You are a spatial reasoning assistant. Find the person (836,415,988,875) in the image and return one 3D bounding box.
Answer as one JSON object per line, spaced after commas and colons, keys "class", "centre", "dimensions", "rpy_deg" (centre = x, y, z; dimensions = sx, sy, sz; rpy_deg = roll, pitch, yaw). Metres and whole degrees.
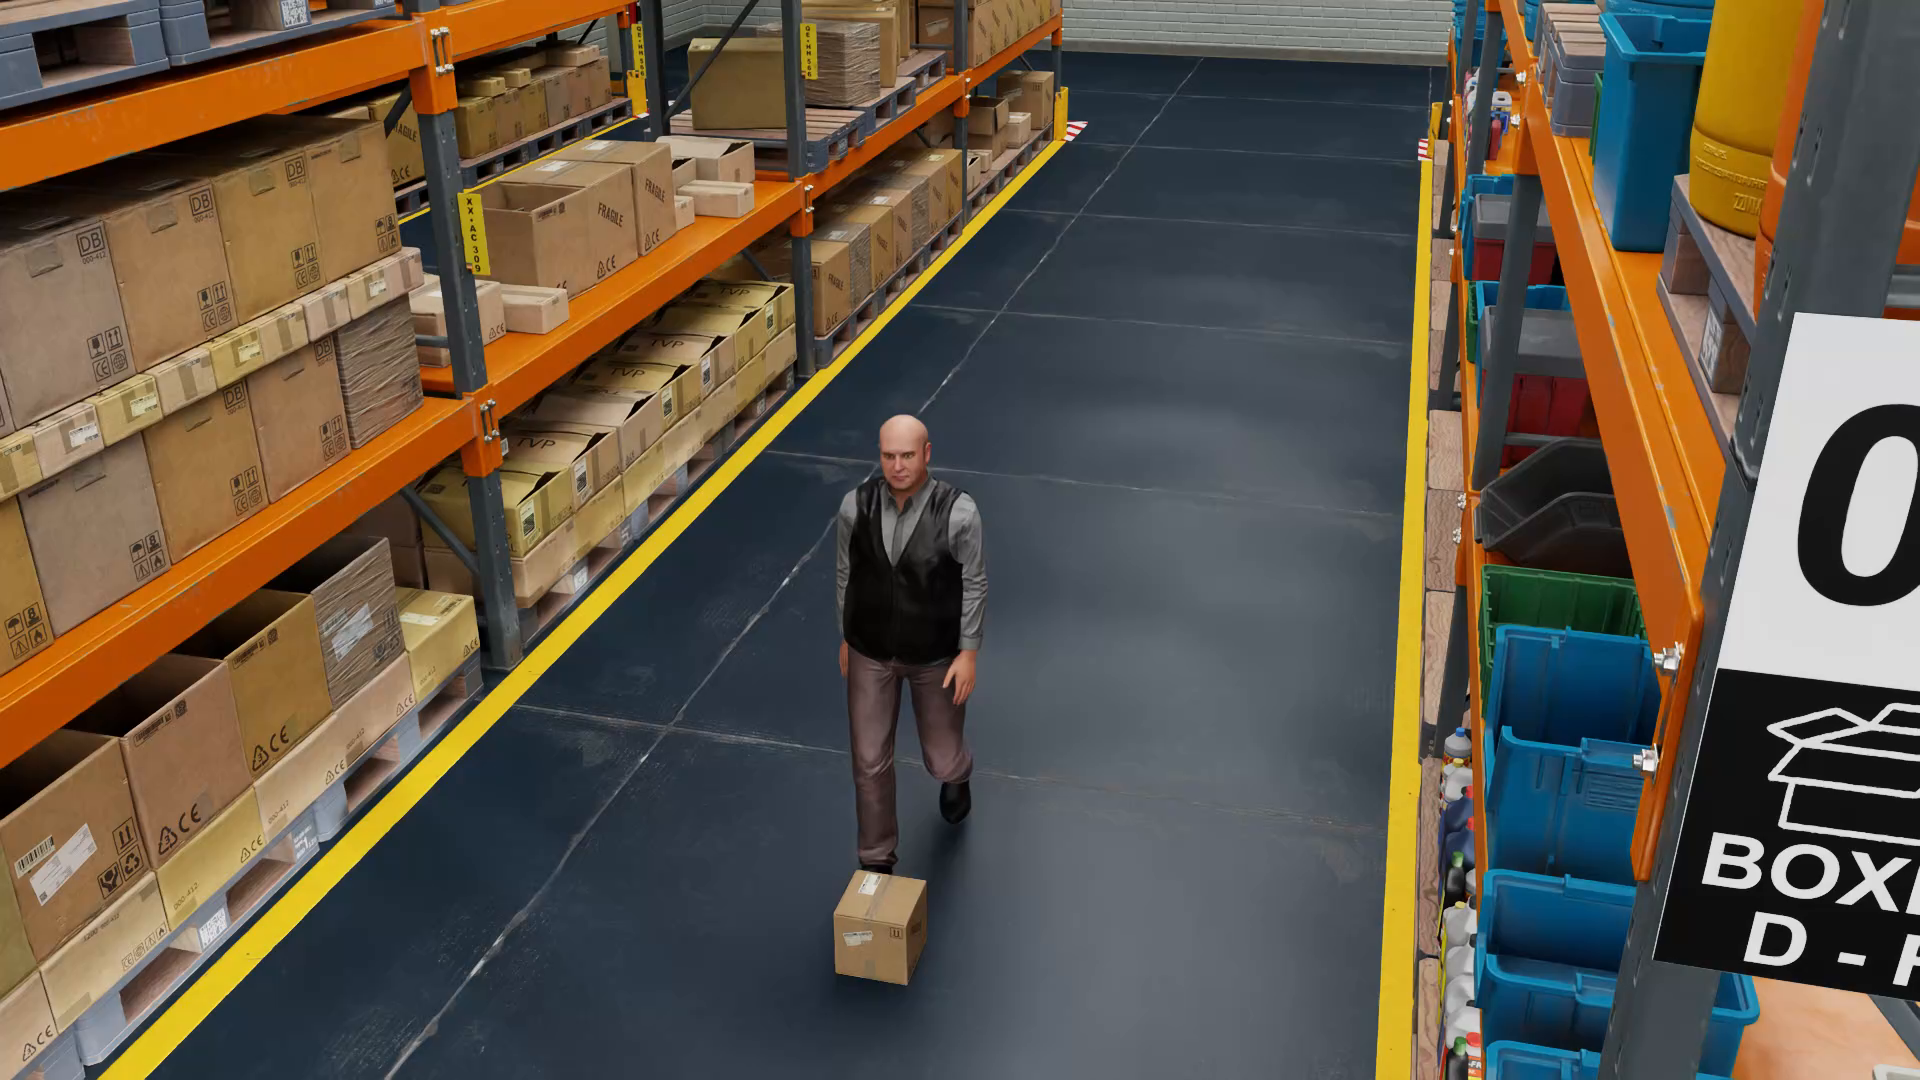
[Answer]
{"class": "person", "centre": [-0.184, 0.396, 5.792], "dimensions": [0.545, 1.693, 0.824], "rpy_deg": [5, 26, 10]}
